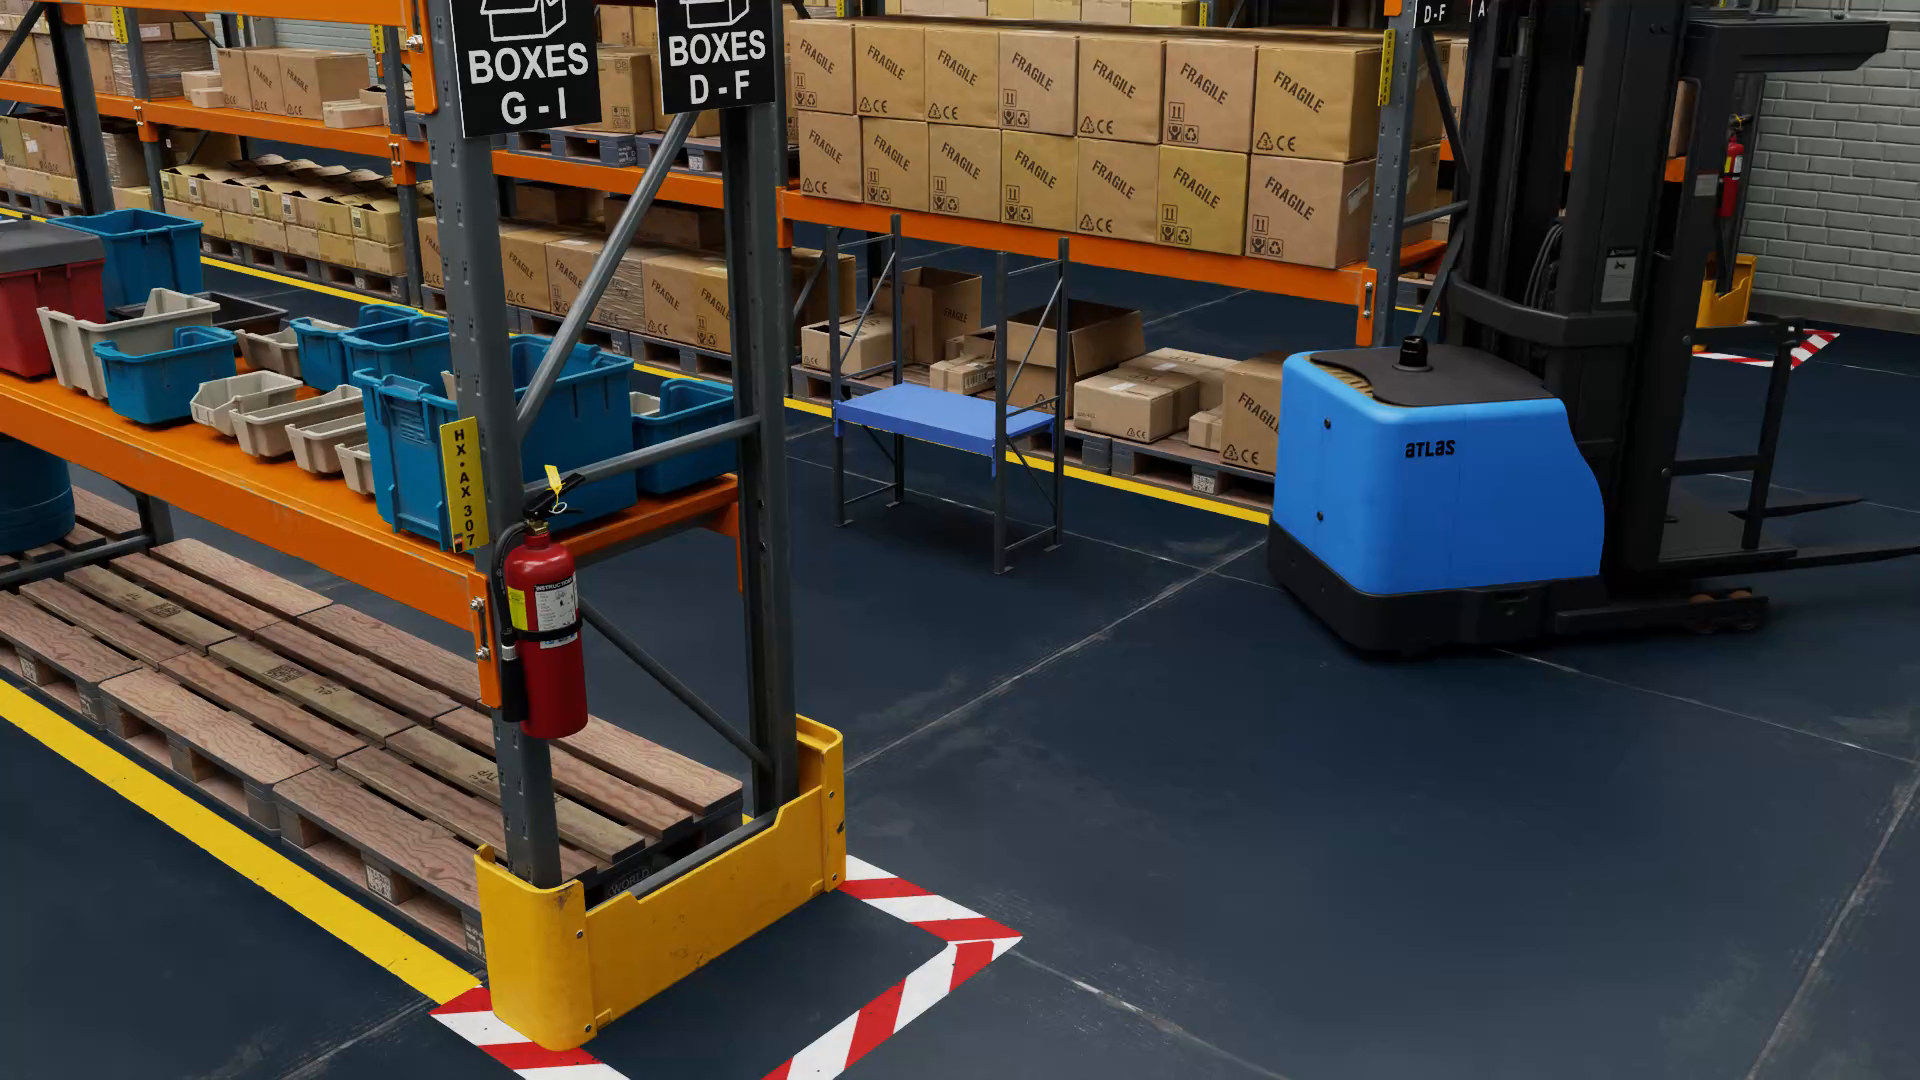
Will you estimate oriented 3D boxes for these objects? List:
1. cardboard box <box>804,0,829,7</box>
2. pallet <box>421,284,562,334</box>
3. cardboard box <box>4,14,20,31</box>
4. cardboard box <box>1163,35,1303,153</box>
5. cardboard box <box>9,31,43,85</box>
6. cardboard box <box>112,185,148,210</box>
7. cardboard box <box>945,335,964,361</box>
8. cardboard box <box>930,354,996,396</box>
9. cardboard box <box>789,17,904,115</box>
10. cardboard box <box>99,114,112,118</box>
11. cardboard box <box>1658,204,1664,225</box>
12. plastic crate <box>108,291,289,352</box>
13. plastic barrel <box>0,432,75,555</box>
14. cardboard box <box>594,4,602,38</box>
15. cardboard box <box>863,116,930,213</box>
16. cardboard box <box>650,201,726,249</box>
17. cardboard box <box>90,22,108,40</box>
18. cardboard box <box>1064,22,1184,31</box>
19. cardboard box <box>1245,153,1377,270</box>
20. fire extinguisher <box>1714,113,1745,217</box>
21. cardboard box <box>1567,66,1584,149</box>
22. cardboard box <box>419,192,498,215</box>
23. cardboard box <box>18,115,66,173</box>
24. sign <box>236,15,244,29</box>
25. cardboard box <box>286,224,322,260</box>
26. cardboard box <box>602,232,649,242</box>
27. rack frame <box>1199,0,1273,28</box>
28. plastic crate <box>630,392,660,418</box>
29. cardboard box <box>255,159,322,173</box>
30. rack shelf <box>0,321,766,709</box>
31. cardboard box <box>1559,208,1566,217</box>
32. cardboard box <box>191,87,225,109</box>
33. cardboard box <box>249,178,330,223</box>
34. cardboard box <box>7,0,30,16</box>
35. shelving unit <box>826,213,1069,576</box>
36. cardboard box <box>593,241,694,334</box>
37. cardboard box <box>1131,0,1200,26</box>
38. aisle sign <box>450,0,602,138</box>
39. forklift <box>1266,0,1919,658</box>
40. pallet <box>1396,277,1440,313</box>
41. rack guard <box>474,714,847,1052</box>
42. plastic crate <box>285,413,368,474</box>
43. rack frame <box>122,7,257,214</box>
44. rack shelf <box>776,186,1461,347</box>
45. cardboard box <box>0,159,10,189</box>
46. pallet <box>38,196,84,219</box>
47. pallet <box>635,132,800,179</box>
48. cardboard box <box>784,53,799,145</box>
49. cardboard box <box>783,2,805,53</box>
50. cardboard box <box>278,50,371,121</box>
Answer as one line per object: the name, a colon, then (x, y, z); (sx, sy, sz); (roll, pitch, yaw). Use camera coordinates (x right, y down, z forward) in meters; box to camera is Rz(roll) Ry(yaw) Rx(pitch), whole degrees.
cardboard box: (-1.344, -5.395, 16.540); (0.250, 0.149, 0.380); (11, 23, 27)
pallet: (-3.374, -1.866, 12.817); (1.213, 0.211, 1.003); (16, 26, 36)
cardboard box: (-9.158, -5.107, 16.398); (0.250, 0.149, 0.380); (15, 25, 35)
cardboard box: (1.359, -2.214, 8.230); (0.500, 0.500, 0.500); (17, 26, 38)
cardboard box: (-8.982, -4.843, 16.619); (0.500, 0.500, 0.700); (16, 26, 37)
cardboard box: (-7.906, -3.308, 15.991); (0.500, 0.250, 0.500); (16, 26, 36)
cardboard box: (0.120, -1.210, 10.544); (0.250, 0.149, 0.380); (16, 26, 36)
cardboard box: (0.035, -0.992, 9.941); (0.250, 0.166, 0.380); (16, 26, 36)
cardboard box: (-0.643, -2.788, 9.751); (0.500, 0.500, 0.500); (17, 26, 38)
cardboard box: (-8.739, -4.136, 17.124); (0.500, 0.500, 0.500); (16, 26, 36)
cardboard box: (5.016, -2.404, 12.320); (0.250, 0.149, 0.380); (16, 26, 37)
plastic crate: (-2.928, -0.825, 6.410); (0.590, 0.125, 0.437); (16, 26, 36)
plastic barrel: (-4.375, -0.443, 7.470); (0.708, 0.901, 0.600); (16, 26, 36)
cardboard box: (-4.130, -6.047, 19.074); (0.500, 0.500, 0.500); (15, 26, 35)
cardboard box: (-0.208, -2.201, 9.611); (0.500, 0.500, 0.500); (17, 26, 37)
cardboard box: (-1.825, -2.240, 11.714); (0.500, 0.250, 0.500); (16, 26, 36)
cardboard box: (-7.768, -4.706, 15.335); (0.250, 0.149, 0.380); (15, 25, 35)
cardboard box: (0.904, -2.589, 9.224); (0.500, 0.500, 0.500); (16, 26, 36)
cardboard box: (1.750, -1.635, 8.112); (0.500, 0.500, 0.500); (17, 27, 38)
fire extinguisher: (5.224, -2.547, 11.310); (0.183, 0.674, 0.296); (16, 26, 36)
cardboard box: (4.426, -3.329, 12.319); (0.700, 0.700, 0.980); (16, 26, 36)
cardboard box: (-4.149, -2.717, 13.629); (0.500, 0.311, 0.500); (17, 27, 38)
cardboard box: (-9.068, -3.994, 16.747); (0.500, 0.500, 0.500); (16, 26, 36)
sign: (-6.692, -4.895, 15.370); (0.005, 0.325, 0.100); (16, 26, 36)
cardboard box: (-5.280, -2.535, 13.942); (0.500, 0.250, 0.500); (17, 26, 37)
cardboard box: (-2.244, -2.009, 12.162); (0.500, 0.500, 0.500); (15, 25, 34)
rack frame: (2.300, -3.810, 14.021); (0.127, 3.000, 1.000); (16, 26, 36)
plastic crate: (-1.045, -0.354, 5.144); (0.298, 0.136, 0.250); (16, 26, 36)
cardboard box: (-6.125, -3.286, 15.138); (0.500, 0.311, 0.500); (17, 26, 38)
rack shelf: (-2.415, -0.319, 5.783); (4.000, 0.370, 1.077); (16, 26, 36)
cardboard box: (4.578, -2.356, 12.193); (0.250, 0.149, 0.380); (16, 26, 36)
cardboard box: (-6.470, -3.869, 14.533); (0.250, 0.149, 0.380); (16, 26, 36)
cardboard box: (-5.673, -2.910, 14.140); (0.500, 0.311, 0.500); (17, 26, 38)
cardboard box: (-8.930, -5.439, 16.359); (0.500, 0.500, 0.700); (16, 26, 36)
shelving unit: (-0.066, -0.721, 7.954); (1.048, 1.500, 0.538); (16, 26, 36)
cardboard box: (-2.159, -1.748, 11.471); (0.500, 0.500, 0.500); (16, 26, 37)
cardboard box: (1.776, -4.391, 13.906); (0.500, 0.250, 0.500); (17, 26, 38)
aisle sign: (-0.995, -1.330, 3.759); (0.004, 0.787, 0.394); (16, 26, 36)
forklift: (2.977, -1.146, 7.054); (3.031, 2.935, 1.130); (-5, 21, -12)
pallet: (3.789, -2.042, 13.285); (1.213, 0.211, 1.003); (16, 26, 36)
rack guard: (-0.839, 0.962, 4.909); (0.348, 0.500, 1.175); (16, 26, 36)
plastic crate: (-1.827, -0.315, 5.042); (0.243, 0.136, 0.396); (16, 26, 36)
rack frame: (-7.028, -4.240, 15.161); (0.127, 3.000, 1.000); (16, 26, 36)
rack shelf: (0.720, -1.673, 9.372); (4.000, 0.370, 1.077); (16, 26, 36)
cardboard box: (-9.852, -3.862, 17.460); (0.500, 0.250, 0.500); (16, 26, 36)
pallet: (-8.567, -3.396, 16.875); (1.213, 0.211, 1.003); (16, 26, 36)
pallet: (-1.380, -2.574, 11.014); (1.213, 0.211, 1.003); (16, 26, 36)
cardboard box: (-1.055, -2.865, 10.779); (0.500, 0.500, 0.700); (7, 22, 18)
cardboard box: (-1.620, -5.175, 16.874); (0.500, 0.500, 0.700); (13, 24, 31)
cardboard box: (-5.239, -3.764, 13.758); (0.500, 0.500, 0.500); (14, 25, 33)
